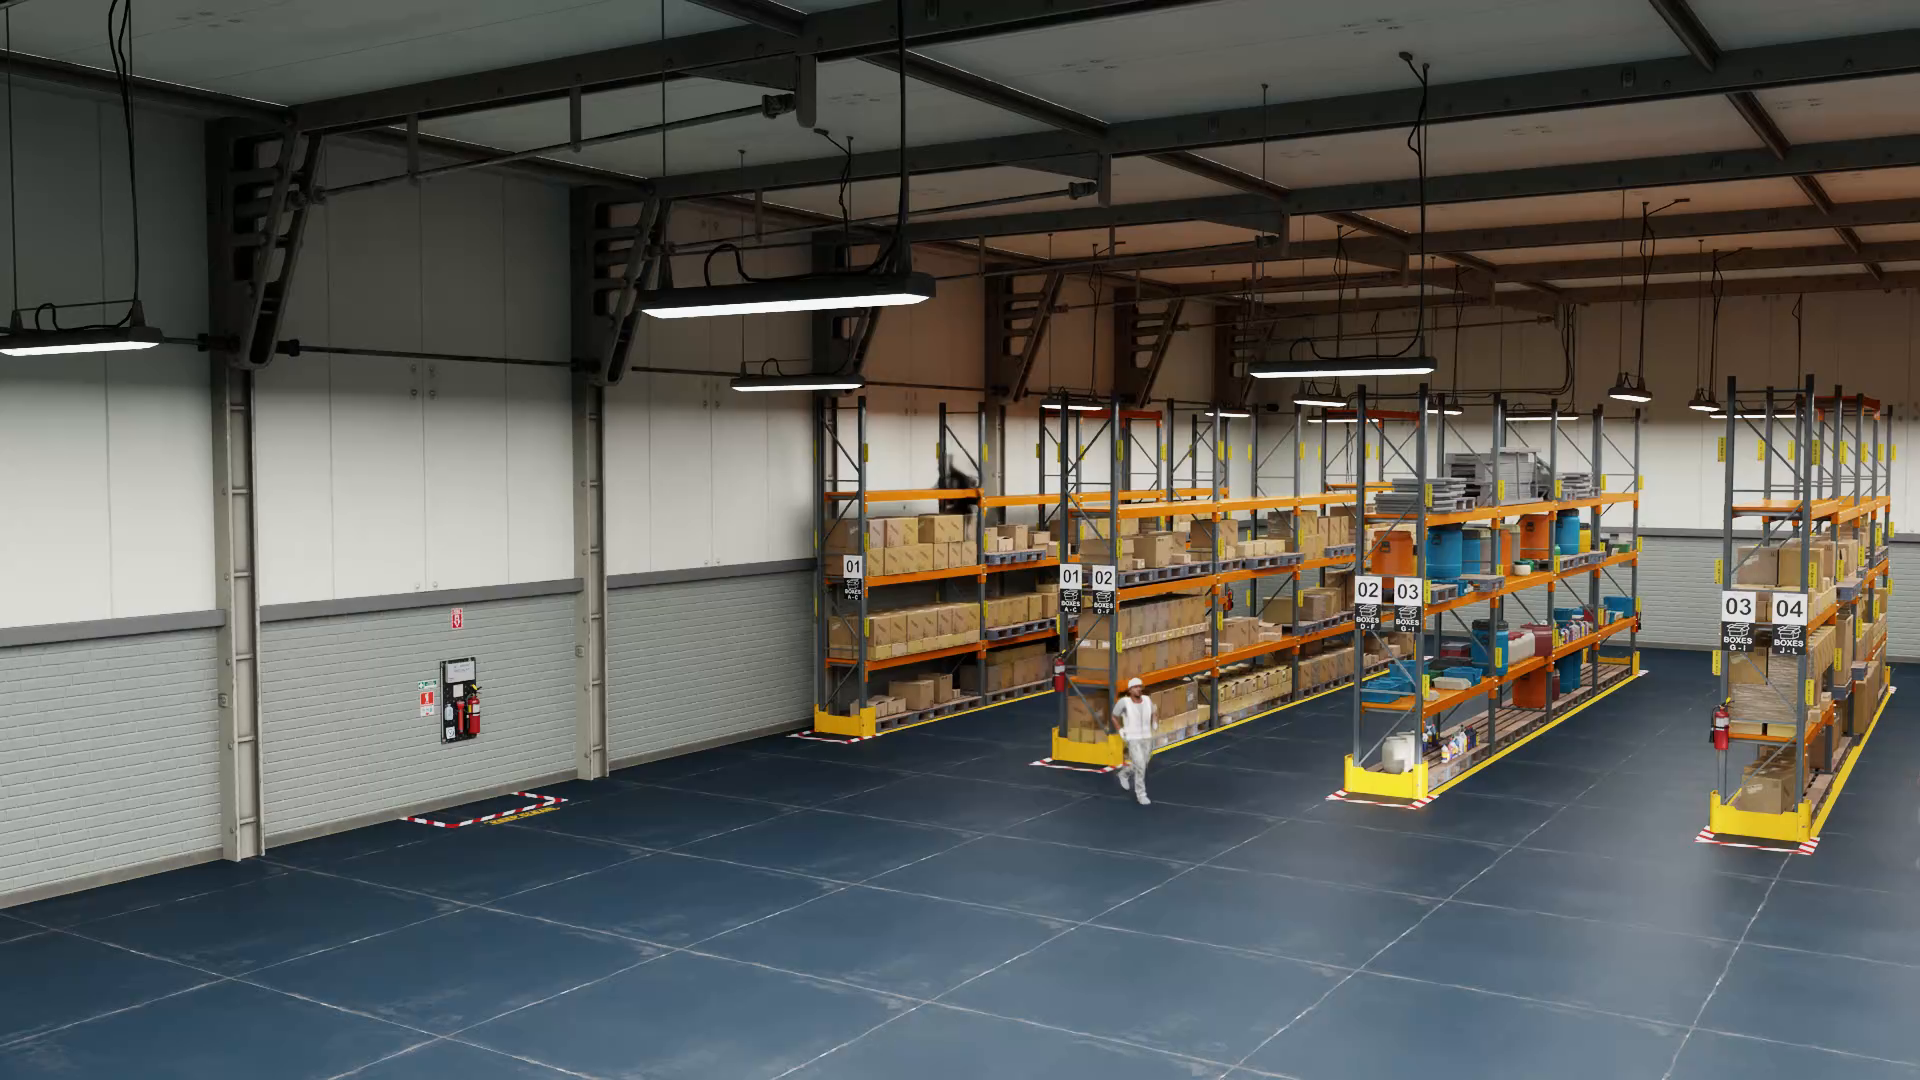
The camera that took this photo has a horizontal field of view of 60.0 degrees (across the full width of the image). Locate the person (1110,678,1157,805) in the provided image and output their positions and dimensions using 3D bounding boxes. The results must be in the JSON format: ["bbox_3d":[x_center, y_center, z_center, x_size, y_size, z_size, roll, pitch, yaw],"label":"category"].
[{"bbox_3d":[2.533,2.866,23.948,0.673,1.779,0.837,-1,3,-26],"label":"person"}]
